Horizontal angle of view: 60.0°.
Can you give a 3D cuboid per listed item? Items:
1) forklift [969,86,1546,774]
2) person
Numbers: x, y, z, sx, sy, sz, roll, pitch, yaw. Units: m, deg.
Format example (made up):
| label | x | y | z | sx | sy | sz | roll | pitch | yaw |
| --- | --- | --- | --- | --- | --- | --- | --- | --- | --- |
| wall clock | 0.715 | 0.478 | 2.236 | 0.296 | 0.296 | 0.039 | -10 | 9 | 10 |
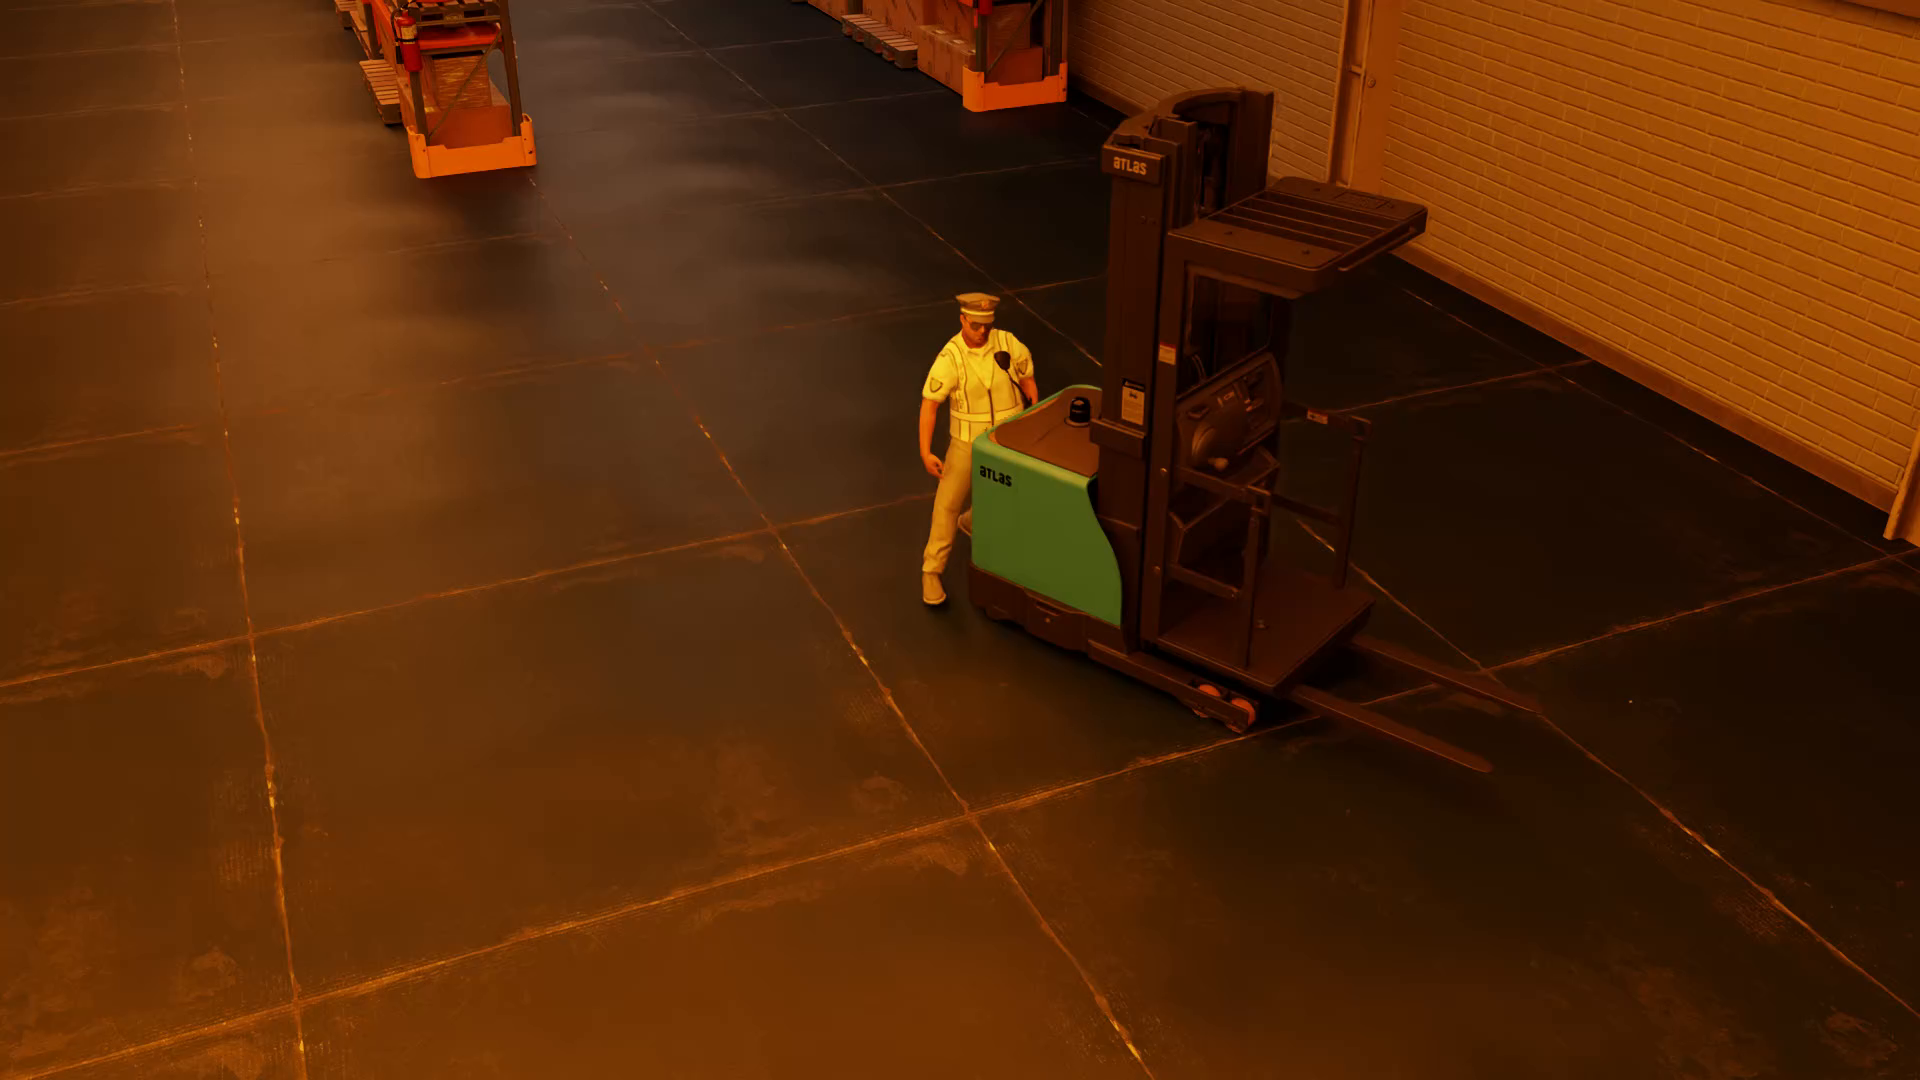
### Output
| label | x | y | z | sx | sy | sz | roll | pitch | yaw |
| --- | --- | --- | --- | --- | --- | --- | --- | --- | --- |
| forklift | 1.506 | -0.602 | 8.173 | 3.031 | 2.935 | 1.130 | 22 | 37 | 34 |
| person | 0.116 | -0.520 | 9.285 | 0.734 | 1.671 | 0.733 | -4 | 30 | -7 |
